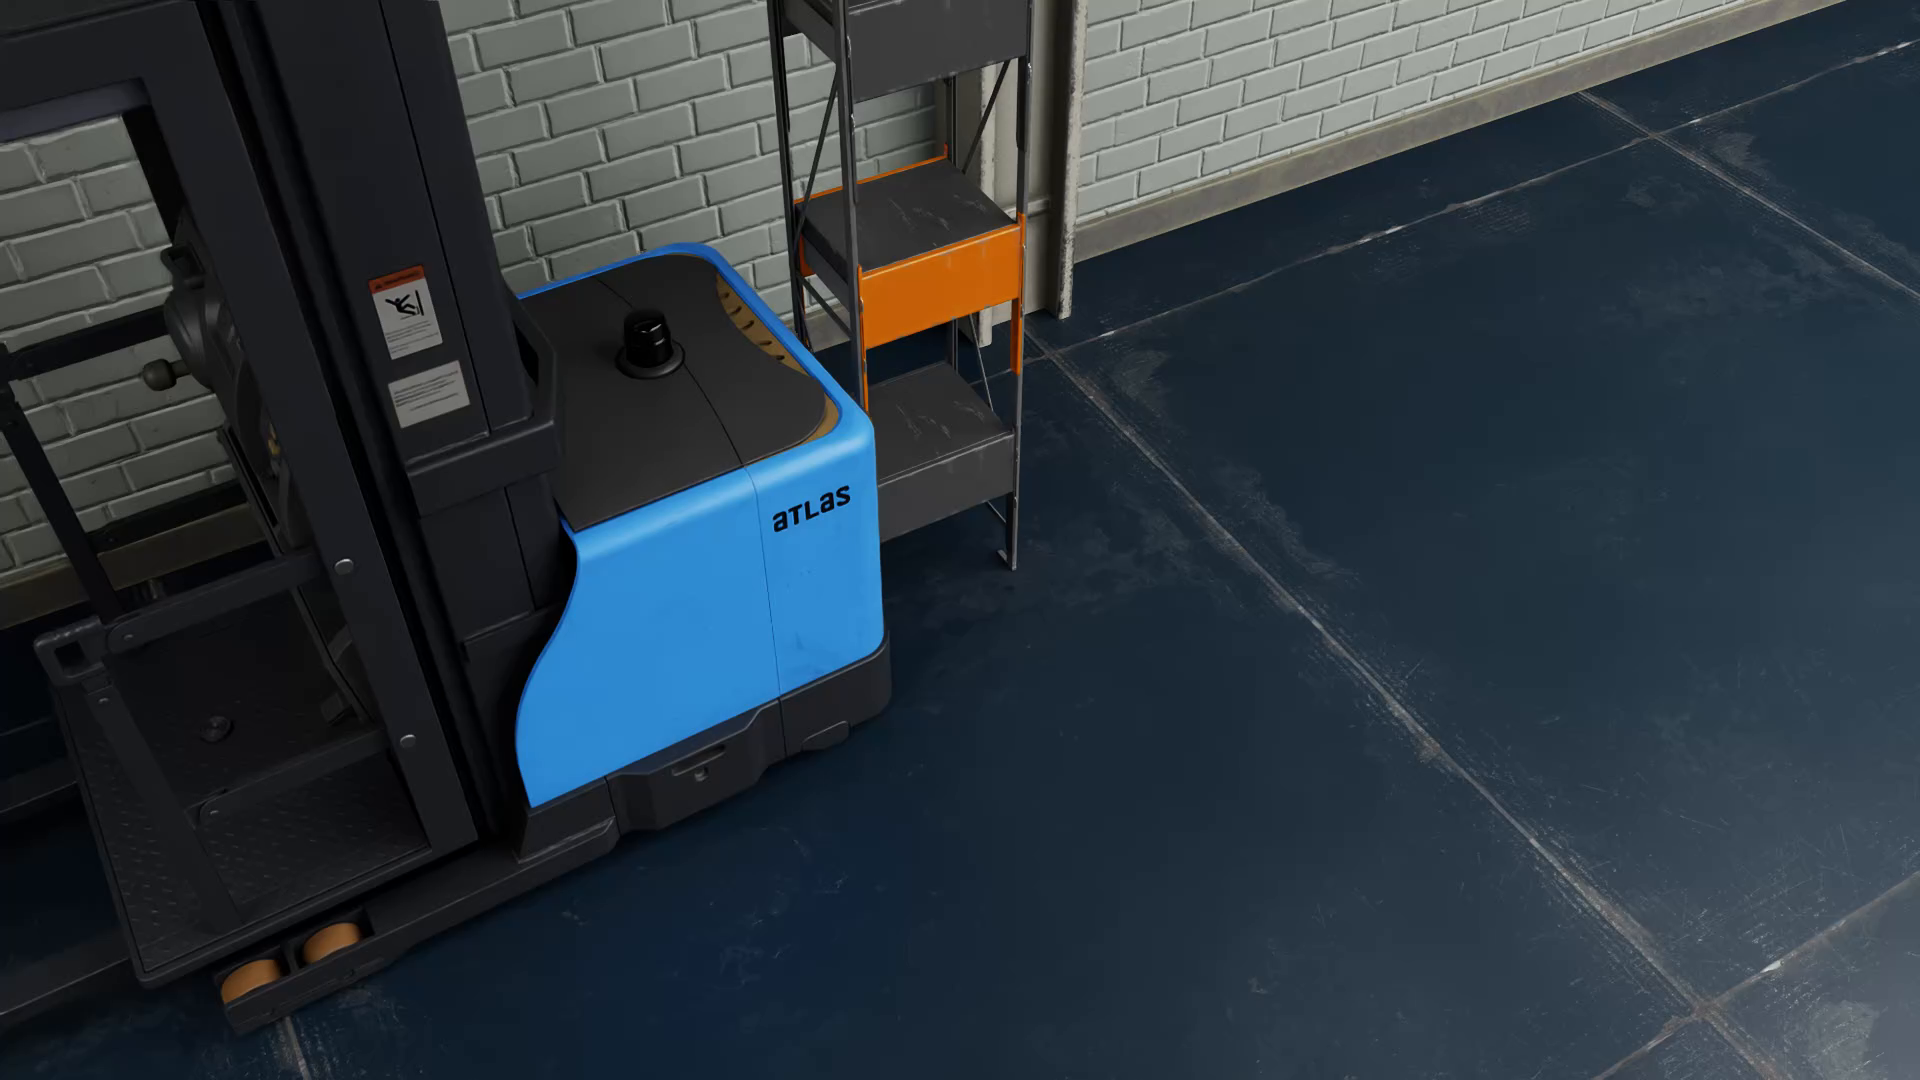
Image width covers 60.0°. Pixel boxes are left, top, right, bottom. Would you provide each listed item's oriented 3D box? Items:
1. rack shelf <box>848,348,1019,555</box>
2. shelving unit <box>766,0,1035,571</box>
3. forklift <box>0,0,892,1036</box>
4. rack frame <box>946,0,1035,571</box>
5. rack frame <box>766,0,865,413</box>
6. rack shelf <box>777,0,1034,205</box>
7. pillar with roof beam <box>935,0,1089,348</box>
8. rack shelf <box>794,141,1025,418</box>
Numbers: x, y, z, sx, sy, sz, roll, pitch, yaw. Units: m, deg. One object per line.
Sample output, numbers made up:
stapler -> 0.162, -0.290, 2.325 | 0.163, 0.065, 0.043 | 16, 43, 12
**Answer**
rack shelf -> -0.144, -0.184, 4.957 | 0.480, 0.518, 0.431 | -22, 48, -21
shelving unit -> -0.144, -0.696, 4.460 | 0.503, 2.100, 0.431 | -22, 48, -21
forklift -> -1.716, -0.298, 3.453 | 3.031, 2.935, 1.130 | -23, 49, -22
rack frame -> 0.068, -0.781, 4.547 | 0.015, 2.100, 0.400 | -22, 48, -21
rack frame -> -0.355, -0.611, 4.372 | 0.015, 2.100, 0.400 | -22, 48, -21
rack shelf -> -0.143, -1.189, 3.981 | 0.480, 0.518, 0.431 | -22, 48, -21
pillar with roof beam -> 2.306, -1.479, 0.312 | 0.400, 9.000, 9.100 | -22, 48, -21
rack shelf -> -0.144, -0.686, 4.469 | 0.480, 0.518, 0.431 | -22, 48, -21
